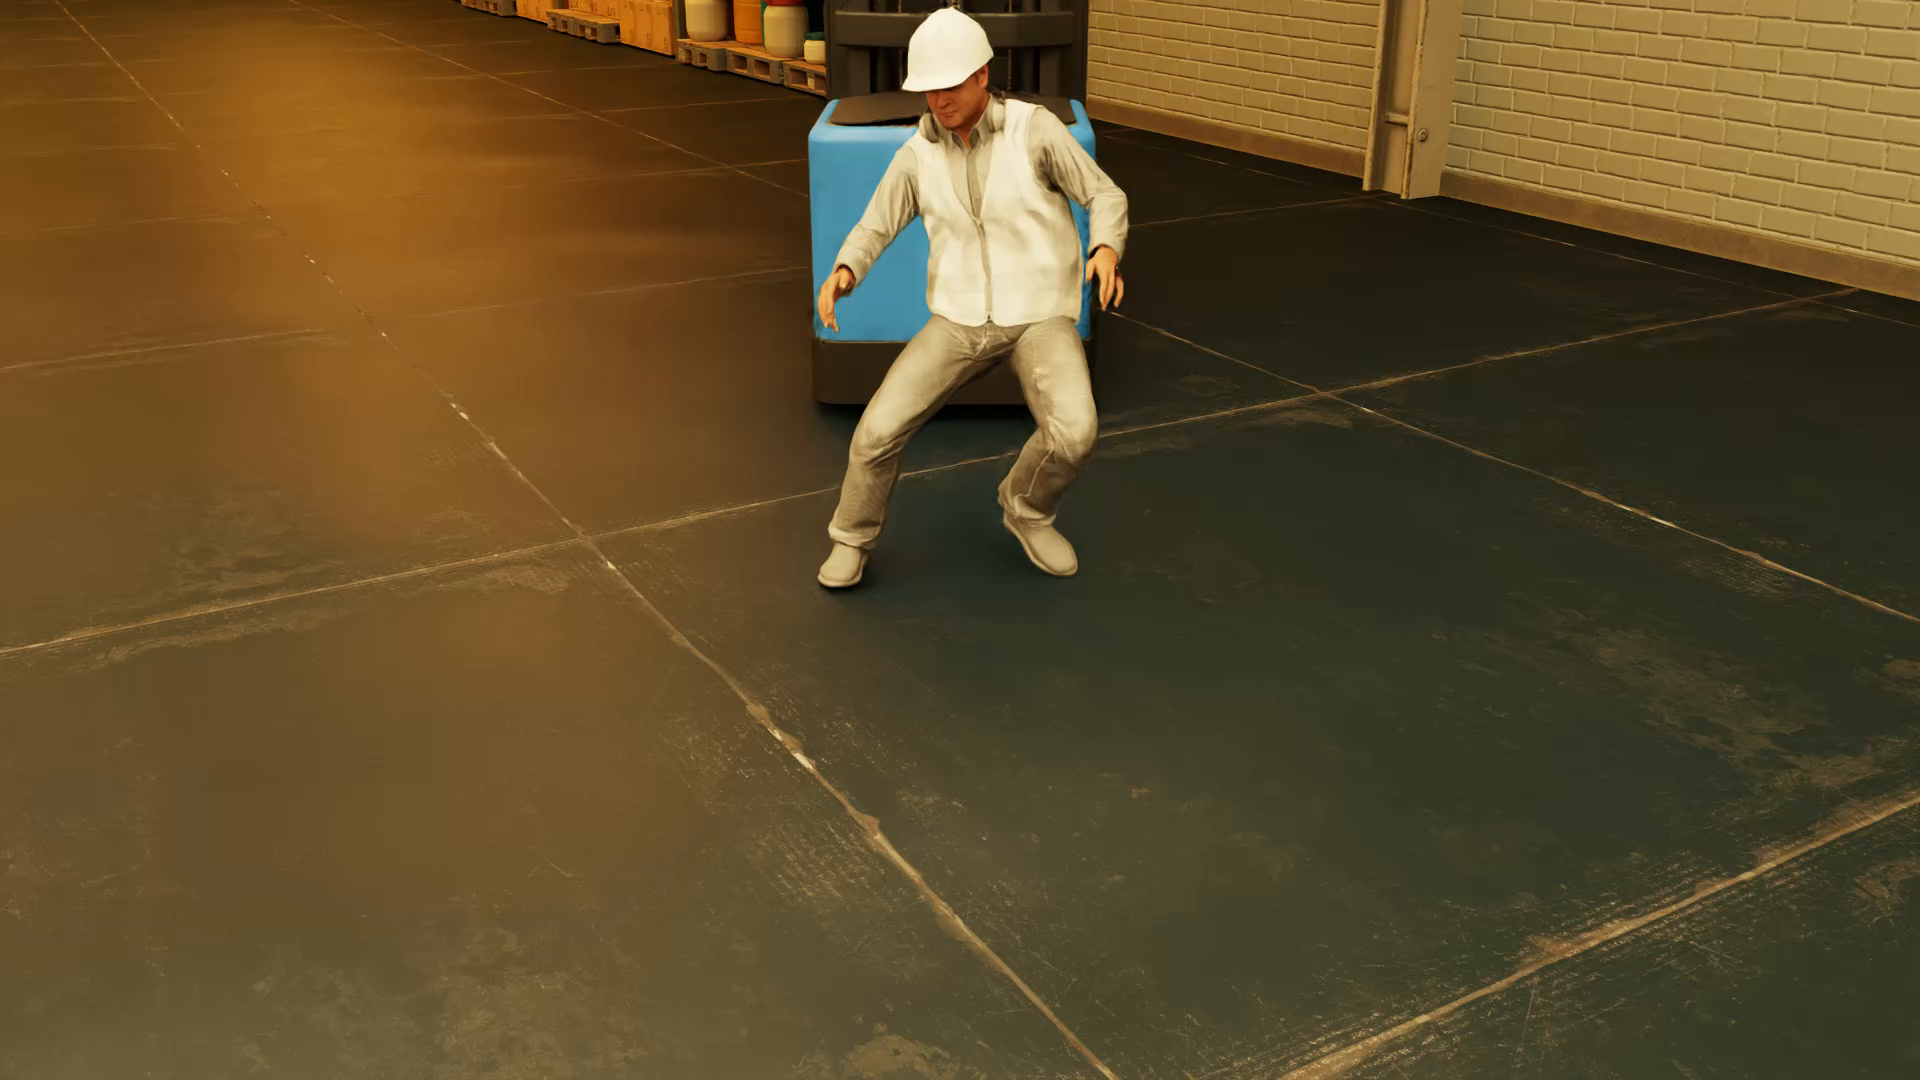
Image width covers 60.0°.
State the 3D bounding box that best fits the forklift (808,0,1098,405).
[{"bbox_3d":[-0.012,-2.365,7.038,1.130,2.935,3.031,0,22,1],"label":"forklift"}]

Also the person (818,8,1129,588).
[{"bbox_3d":[0.035,-0.614,4.545,0.869,1.588,0.766,6,23,14],"label":"person"}]
